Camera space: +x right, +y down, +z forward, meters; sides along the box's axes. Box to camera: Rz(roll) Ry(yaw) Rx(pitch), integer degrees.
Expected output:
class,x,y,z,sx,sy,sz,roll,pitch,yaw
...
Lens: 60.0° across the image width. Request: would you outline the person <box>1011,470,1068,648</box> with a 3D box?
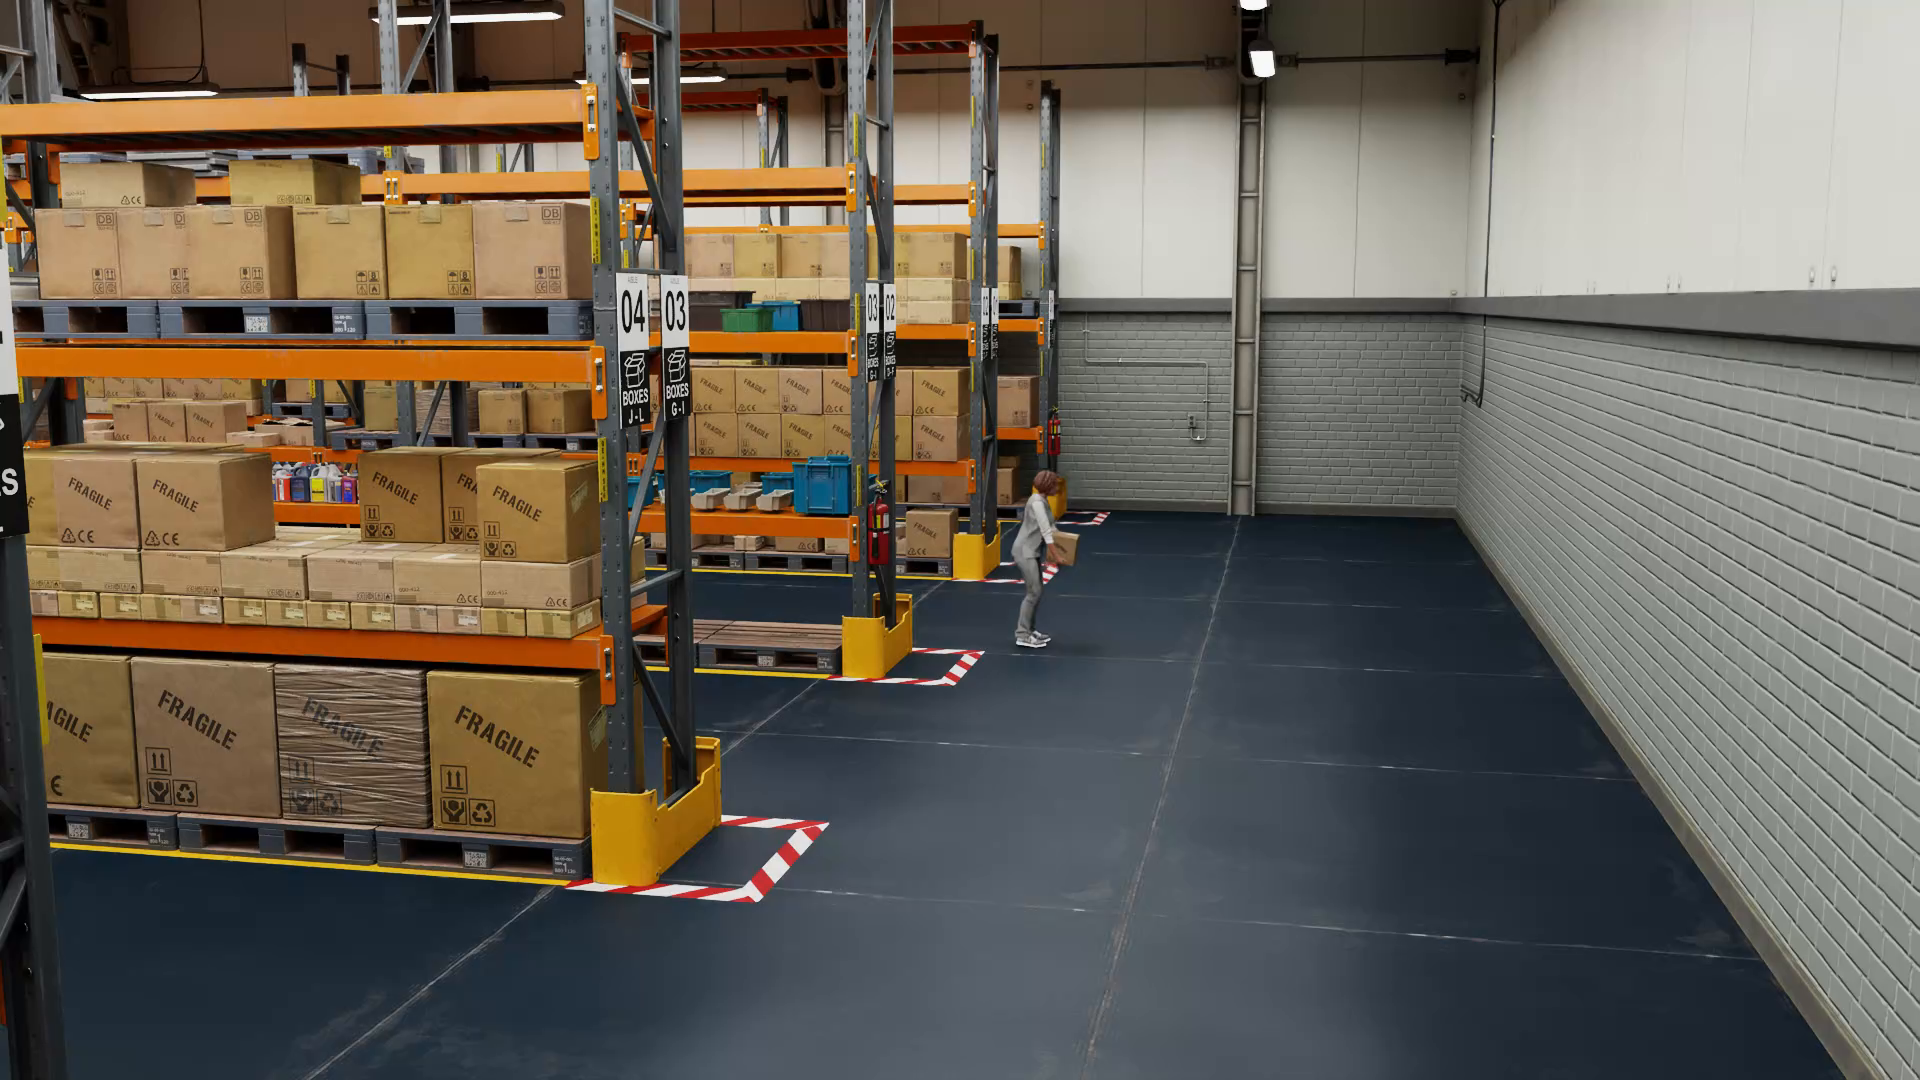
class,x,y,z,sx,sy,sz,roll,pitch,yaw
person,0.719,0.167,14.836,0.527,1.565,0.374,1,8,10
